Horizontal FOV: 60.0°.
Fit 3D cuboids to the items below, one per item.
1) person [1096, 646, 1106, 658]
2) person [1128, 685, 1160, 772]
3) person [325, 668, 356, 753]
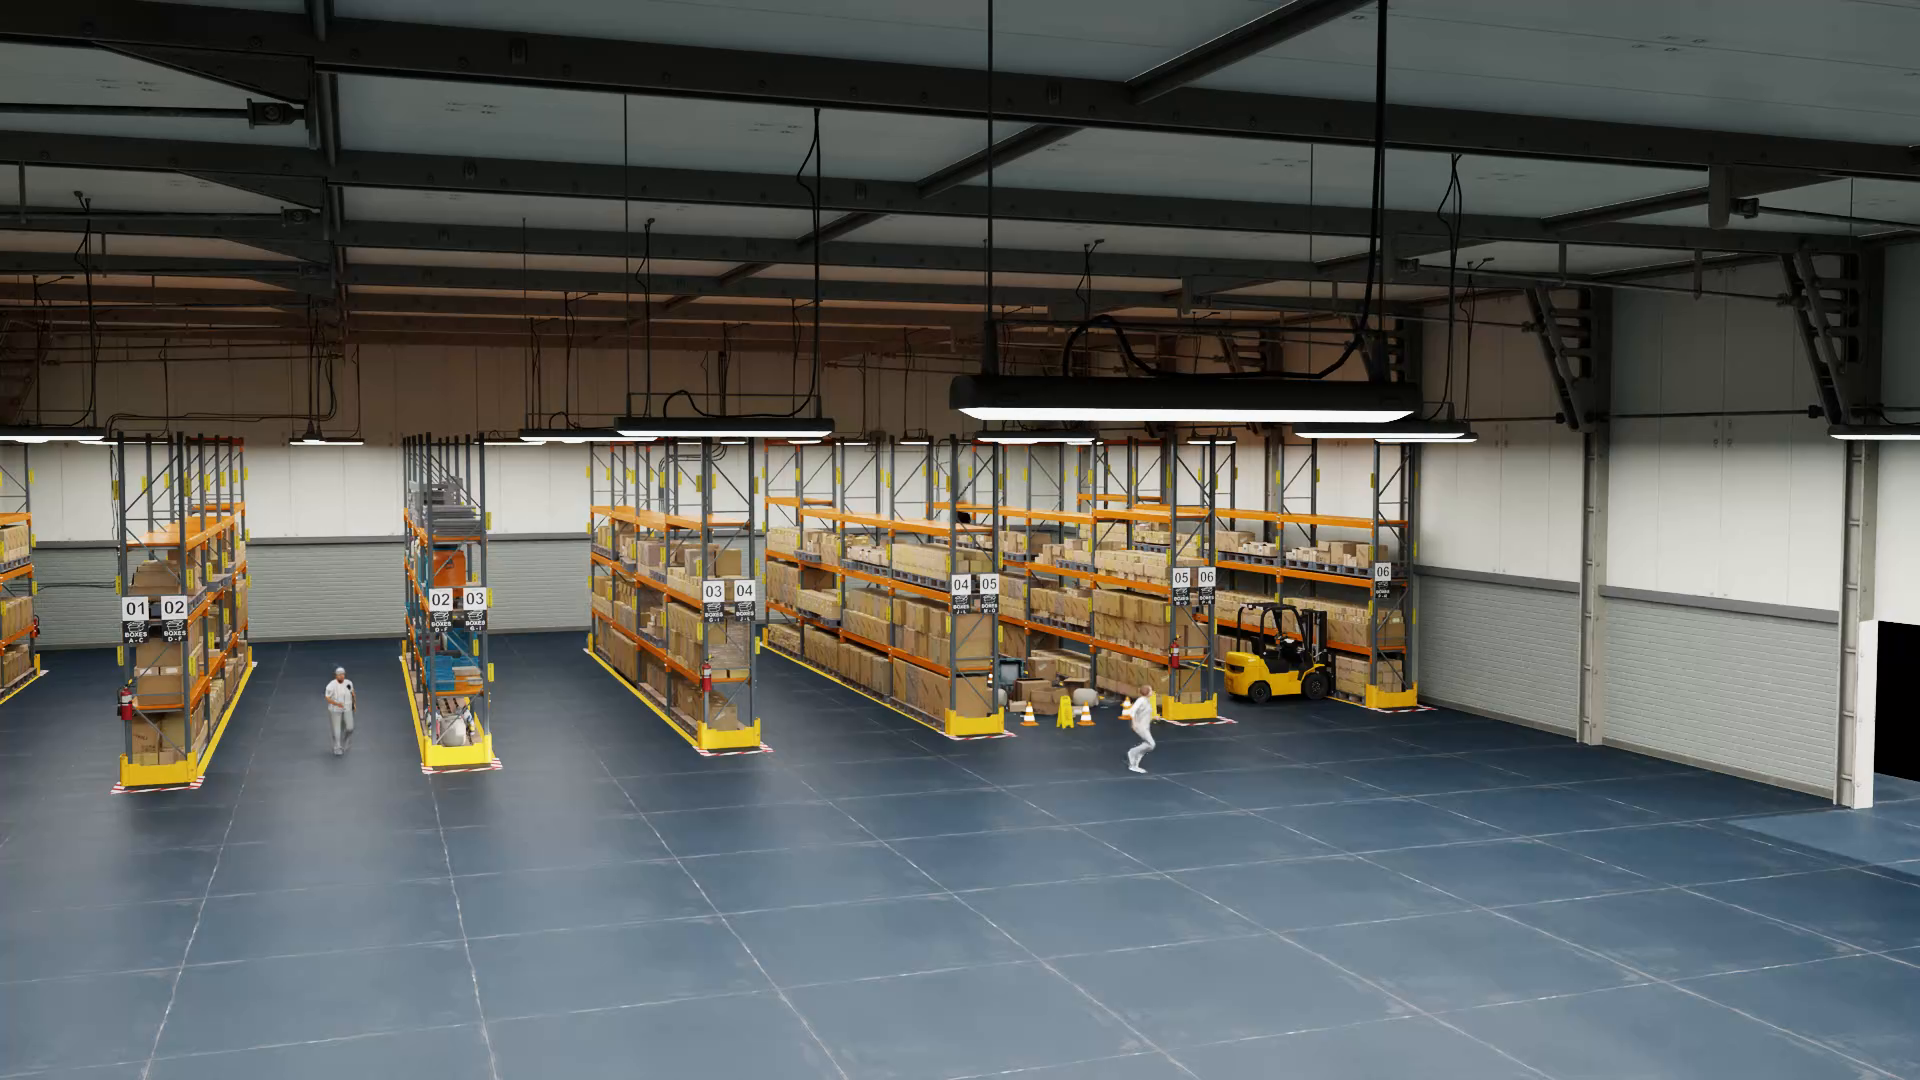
[{"bbox_3d":[3.715,2.459,43.066,0.631,1.811,0.827,-1,3,-16],"label":"person"},{"bbox_3d":[3.258,3.324,29.312,0.549,1.551,0.530,1,3,20],"label":"person"},{"bbox_3d":[-11.531,3.185,31.025,0.584,1.620,0.667,-2,4,-37],"label":"person"}]
